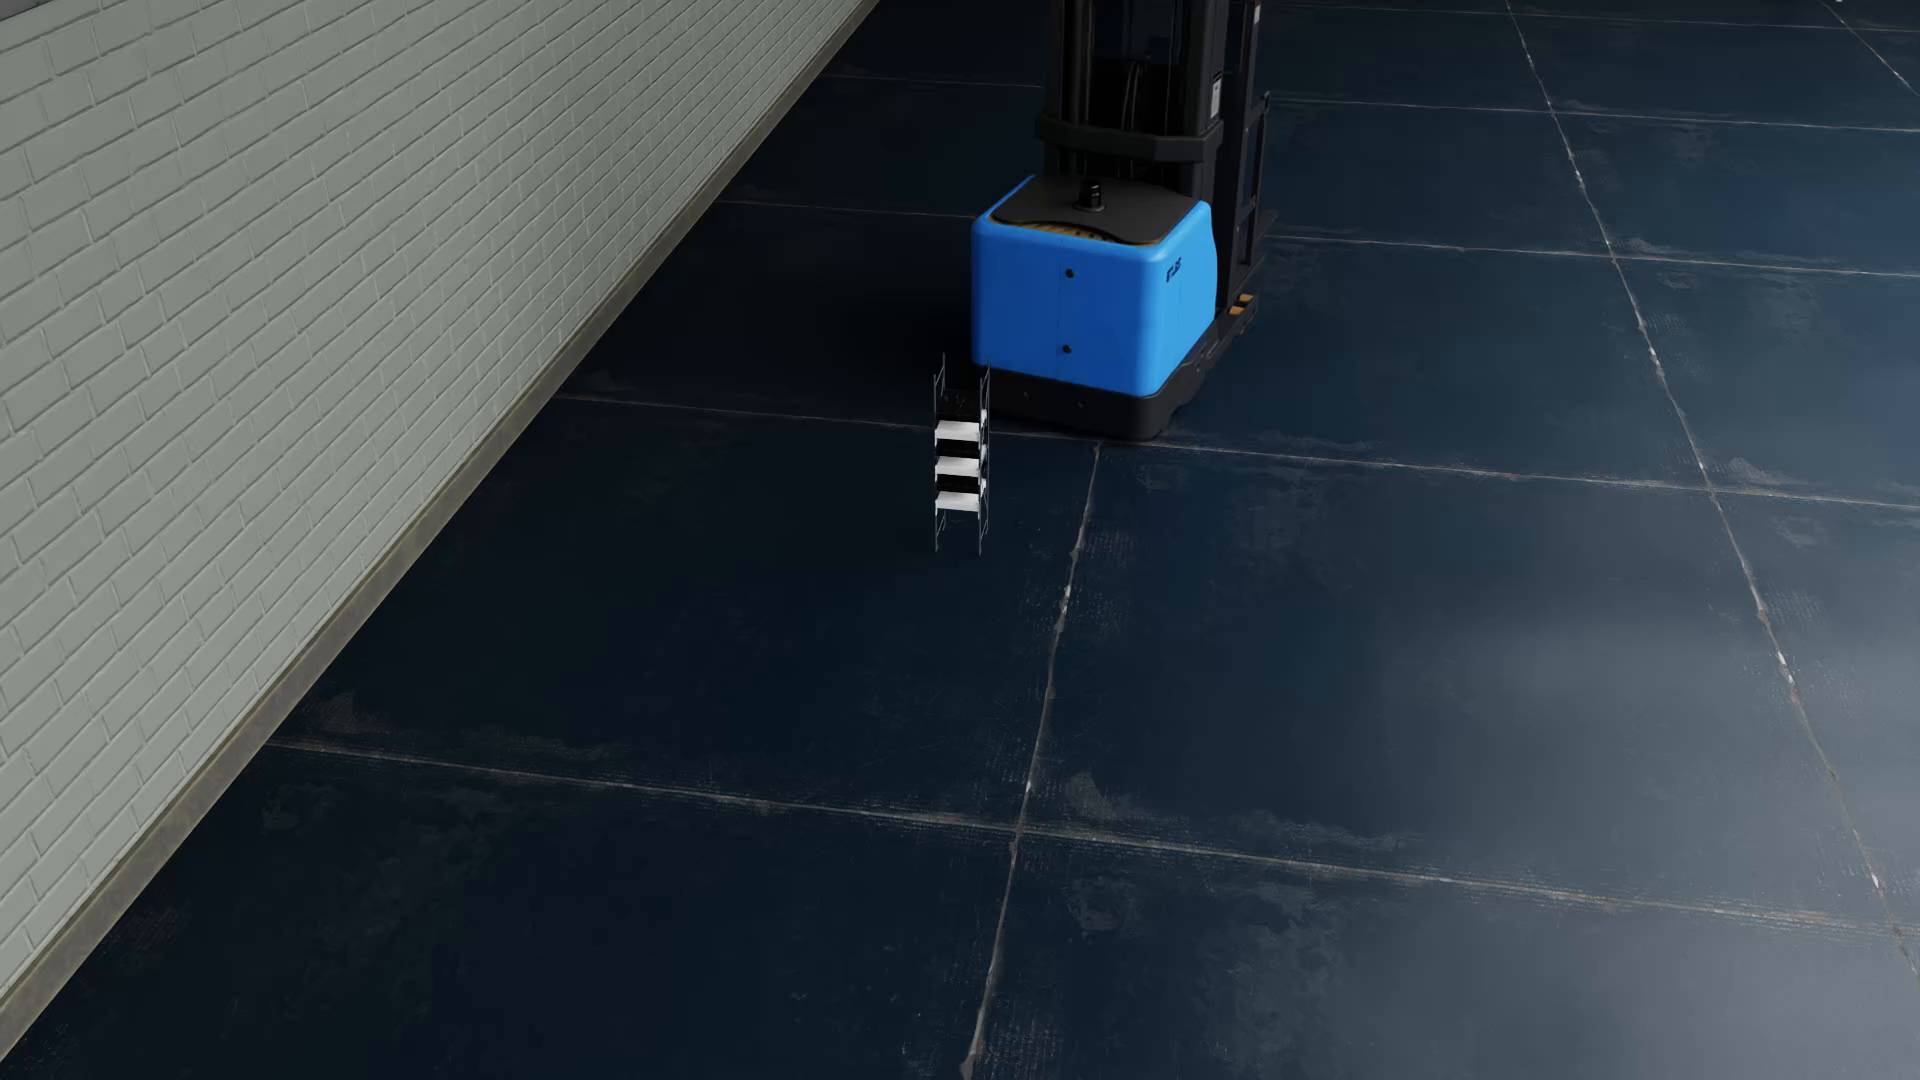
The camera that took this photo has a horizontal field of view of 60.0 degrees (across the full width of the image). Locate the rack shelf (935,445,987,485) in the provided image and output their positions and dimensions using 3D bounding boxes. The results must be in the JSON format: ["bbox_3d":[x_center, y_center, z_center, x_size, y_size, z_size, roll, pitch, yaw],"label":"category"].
[{"bbox_3d":[0.008,-0.352,7.528,0.200,0.077,0.258,5,32,8],"label":"rack shelf"}]

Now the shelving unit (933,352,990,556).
[{"bbox_3d":[0.008,-0.381,7.510,0.210,0.900,0.258,5,32,8],"label":"shelving unit"}]

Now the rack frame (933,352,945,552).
[{"bbox_3d":[-0.092,-0.390,7.525,0.006,0.900,0.240,5,32,8],"label":"rack frame"}]

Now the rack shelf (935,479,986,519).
[{"bbox_3d":[0.008,-0.200,7.623,0.200,0.077,0.258,5,32,8],"label":"rack shelf"}]

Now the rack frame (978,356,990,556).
[{"bbox_3d":[0.108,-0.372,7.496,0.006,0.900,0.240,5,32,8],"label":"rack frame"}]

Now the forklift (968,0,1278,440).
[{"bbox_3d":[1.112,-2.517,9.009,1.130,2.935,3.031,14,35,21],"label":"forklift"}]

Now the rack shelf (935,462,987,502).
[{"bbox_3d":[0.008,-0.276,7.576,0.200,0.077,0.258,5,32,8],"label":"rack shelf"}]

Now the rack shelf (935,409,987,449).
[{"bbox_3d":[0.008,-0.505,7.432,0.200,0.077,0.258,5,32,8],"label":"rack shelf"}]

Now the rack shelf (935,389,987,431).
[{"bbox_3d":[0.008,-0.581,7.384,0.200,0.077,0.258,5,32,8],"label":"rack shelf"}]

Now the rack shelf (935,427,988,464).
[{"bbox_3d":[0.008,-0.429,7.480,0.200,0.077,0.258,5,32,8],"label":"rack shelf"}]
